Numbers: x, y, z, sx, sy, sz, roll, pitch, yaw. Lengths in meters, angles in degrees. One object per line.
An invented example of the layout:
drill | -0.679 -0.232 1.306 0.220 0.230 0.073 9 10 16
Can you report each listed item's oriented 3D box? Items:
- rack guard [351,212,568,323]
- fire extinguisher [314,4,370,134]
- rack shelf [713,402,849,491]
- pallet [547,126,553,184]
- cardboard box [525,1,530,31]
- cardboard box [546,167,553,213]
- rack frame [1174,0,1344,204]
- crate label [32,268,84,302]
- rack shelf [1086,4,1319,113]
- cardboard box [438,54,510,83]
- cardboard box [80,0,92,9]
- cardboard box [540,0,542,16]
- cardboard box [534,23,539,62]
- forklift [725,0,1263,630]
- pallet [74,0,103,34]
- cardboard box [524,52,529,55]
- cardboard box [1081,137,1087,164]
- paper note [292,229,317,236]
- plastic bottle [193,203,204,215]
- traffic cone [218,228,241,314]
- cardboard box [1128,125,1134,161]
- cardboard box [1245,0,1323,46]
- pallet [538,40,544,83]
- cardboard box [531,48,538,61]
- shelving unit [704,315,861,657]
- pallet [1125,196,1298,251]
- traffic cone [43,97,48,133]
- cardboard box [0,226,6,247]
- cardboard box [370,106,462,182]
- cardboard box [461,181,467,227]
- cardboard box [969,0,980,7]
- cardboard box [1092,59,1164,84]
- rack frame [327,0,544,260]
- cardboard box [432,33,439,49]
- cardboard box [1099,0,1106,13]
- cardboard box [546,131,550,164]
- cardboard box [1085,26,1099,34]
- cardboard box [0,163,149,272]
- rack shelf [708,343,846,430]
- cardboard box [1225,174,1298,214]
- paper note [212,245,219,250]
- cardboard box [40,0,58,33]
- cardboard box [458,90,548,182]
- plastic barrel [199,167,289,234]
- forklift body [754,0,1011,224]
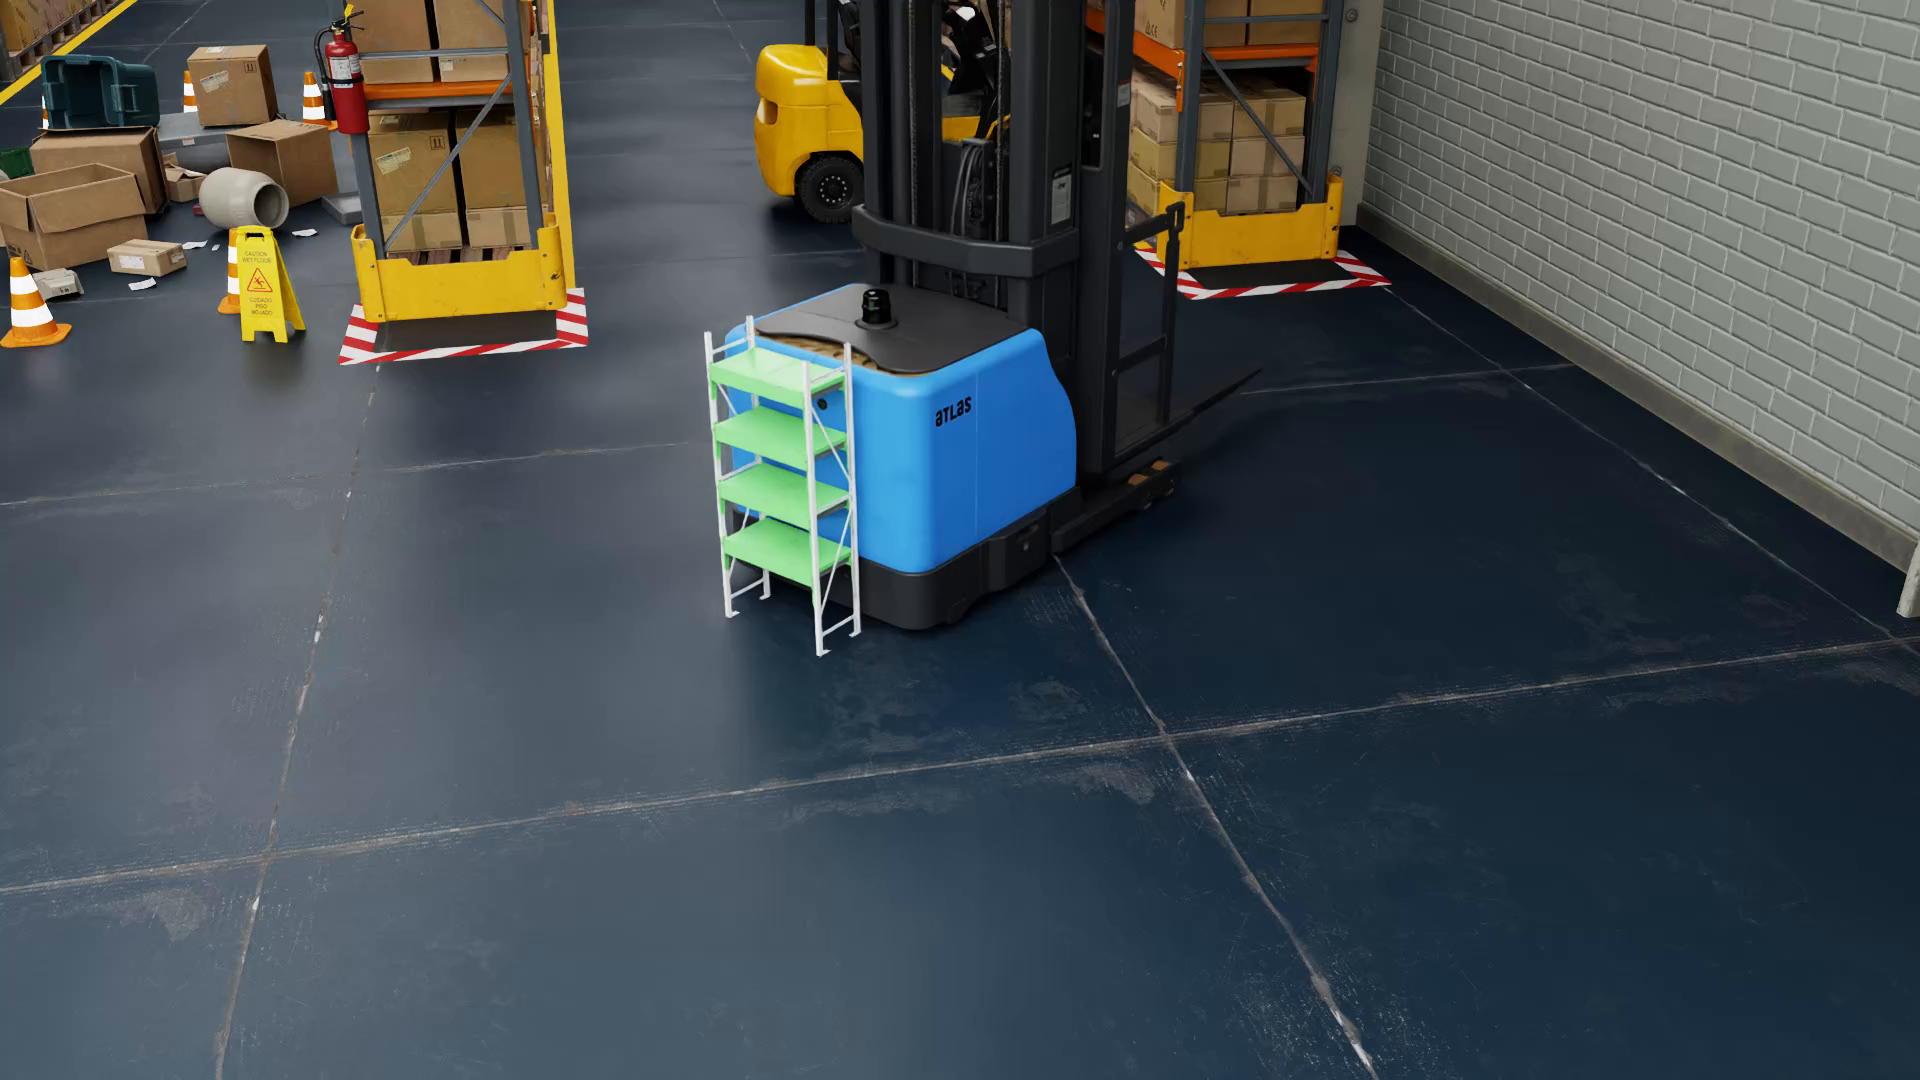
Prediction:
rack guard | -2.971 -1.631 9.927 1.175 0.500 0.348 -6 27 -12
fire extinguisher | -3.377 -2.582 9.123 0.296 0.674 0.183 -6 27 -12
rack shelf | -0.664 -0.356 6.231 0.480 0.148 0.258 19 33 33
pallet | -3.670 -2.934 12.828 1.003 0.211 1.213 -6 27 -12
cardboard box | -2.910 -3.354 10.126 0.500 0.500 0.500 -5 27 -10
cardboard box | -2.974 -2.281 11.025 0.500 0.250 0.500 -5 27 -10
rack frame | 1.881 -3.220 10.300 1.000 3.000 0.127 -6 27 -12
crate label | -5.550 -1.571 10.210 0.250 0.136 0.298 -23 35 -38
rack shelf | 1.431 -3.776 12.201 1.077 0.370 4.000 -6 27 -12
cardboard box | -2.829 -2.772 9.692 0.380 0.149 0.250 -6 27 -11
cardboard box | -10.046 -6.207 18.527 0.500 0.500 0.500 -6 27 -13
cardboard box | -5.028 -6.168 18.034 0.875 0.875 0.875 -6 27 -11
cardboard box | -4.465 -4.668 15.620 0.950 0.372 0.625 -6 27 -13
forklift | 0.363 -1.562 7.091 1.130 2.935 3.031 19 33 33
pallet | -10.281 -5.848 18.603 1.003 0.211 1.213 -6 27 -12
cardboard box | -2.893 -3.122 10.385 0.380 0.149 0.250 -6 27 -11
cardboard box | 1.122 -3.019 12.488 0.500 0.250 0.500 -5 27 -10
paper note | -4.490 -2.112 11.400 0.142 0.019 0.148 -16 31 -29
plastic bottle | -5.392 -2.401 11.939 0.133 0.061 0.283 -1 27 -3
traffic cone | -4.308 -1.639 9.984 0.336 0.463 0.334 -6 27 -12
cardboard box | 1.364 -2.806 11.511 0.500 0.250 0.500 -6 27 -12
cardboard box | 2.040 -3.510 10.764 0.500 0.500 0.500 -5 27 -10
pallet | -4.582 -4.638 16.204 1.003 0.211 1.213 -6 27 -12
cardboard box | -3.344 -3.309 12.230 0.500 0.500 0.500 -5 27 -11
shelving unit | -0.663 -0.199 6.311 0.503 1.200 0.258 19 33 33
pallet | 1.668 -2.306 11.585 1.003 0.211 1.213 -6 27 -12
traffic cone | -7.486 -3.532 13.735 0.336 0.463 0.334 -6 27 -12
cardboard box | -6.474 -2.135 11.185 0.396 0.266 0.258 -1 27 -3
cardboard box | -3.509 -2.563 10.751 0.500 0.500 0.500 -5 27 -10
cardboard box | -3.507 -2.230 10.924 0.500 0.250 0.500 -6 27 -11
cardboard box | 0.512 -5.002 16.001 0.875 0.625 0.625 -7 28 -14
cardboard box | 1.229 -3.240 11.817 0.500 0.250 0.500 -6 27 -11
rack frame | -2.954 -2.714 9.298 1.000 3.000 0.127 -6 27 -12
cardboard box | -3.457 -3.195 10.531 0.380 0.149 0.250 -6 27 -11
cardboard box | 1.291 -3.907 11.551 0.500 0.500 0.500 -6 27 -13
cardboard box | -3.331 -2.965 12.381 0.500 0.250 0.500 -7 28 -13
cardboard box | 0.888 -3.912 13.148 0.500 0.250 0.500 -6 27 -12
cardboard box | -5.816 -2.113 10.879 0.637 0.503 0.797 19 32 32
rack shelf | -0.665 -0.570 6.122 0.480 0.148 0.258 19 33 33
cardboard box | 1.961 -2.415 11.291 0.500 0.250 0.500 -6 27 -11
paper note | -4.974 -1.955 11.112 0.032 0.001 0.123 -6 27 -12
cardboard box | -9.705 -5.532 17.189 0.500 0.500 0.500 -7 28 -13
cardboard box | -2.994 -2.630 10.885 0.500 0.500 0.500 -7 28 -14
plastic barrel | -4.894 -2.317 11.370 0.512 0.421 0.421 13 30 24
forklift body | -0.324 -3.488 11.773 2.313 2.155 1.214 -6 27 -12
